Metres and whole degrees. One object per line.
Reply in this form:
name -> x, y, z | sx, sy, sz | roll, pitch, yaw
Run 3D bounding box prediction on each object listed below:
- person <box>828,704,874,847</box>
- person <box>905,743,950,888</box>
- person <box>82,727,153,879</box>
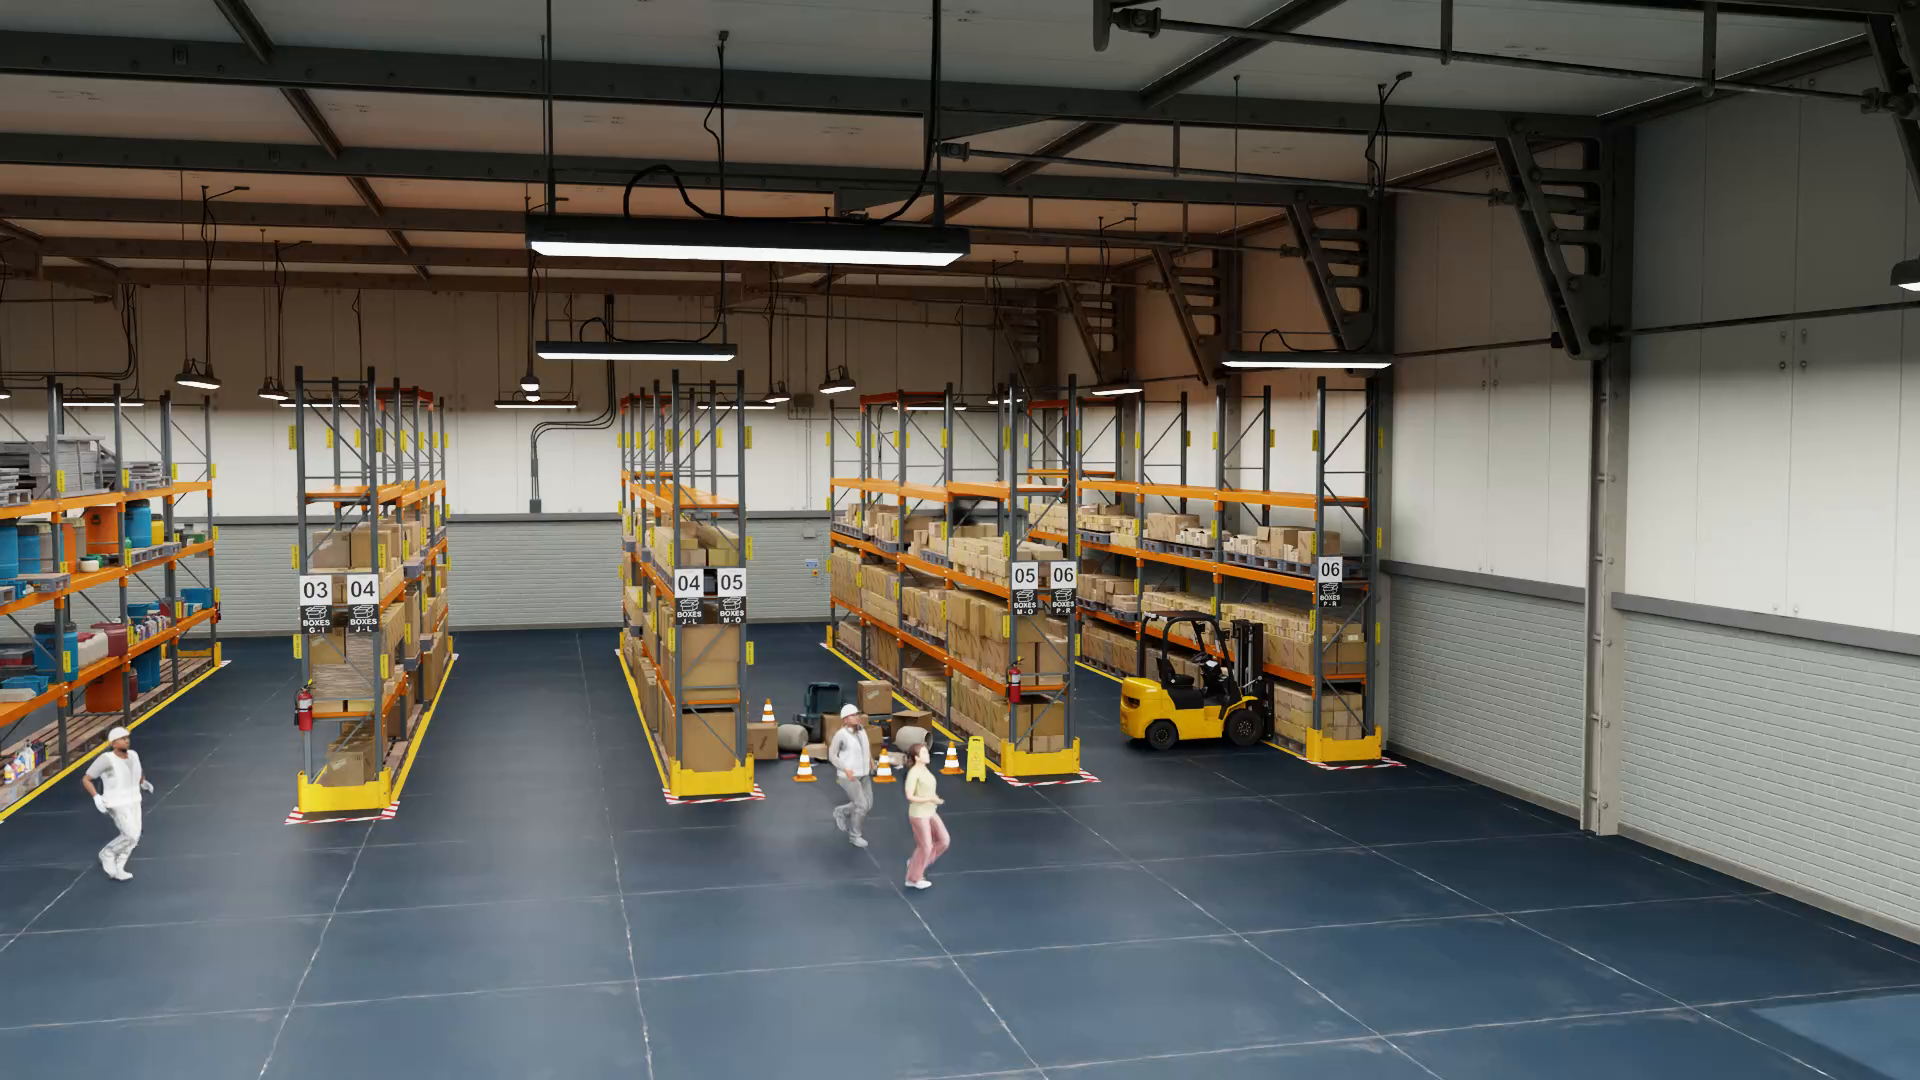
person -> -1.363, 2.908, 20.685 | 0.601, 1.748, 0.660 | 3, 4, 38
person -> -0.369, 3.069, 18.525 | 0.526, 1.627, 0.570 | 1, 4, 23
person -> -9.483, 2.999, 18.901 | 0.597, 1.739, 0.679 | 1, 4, 15
